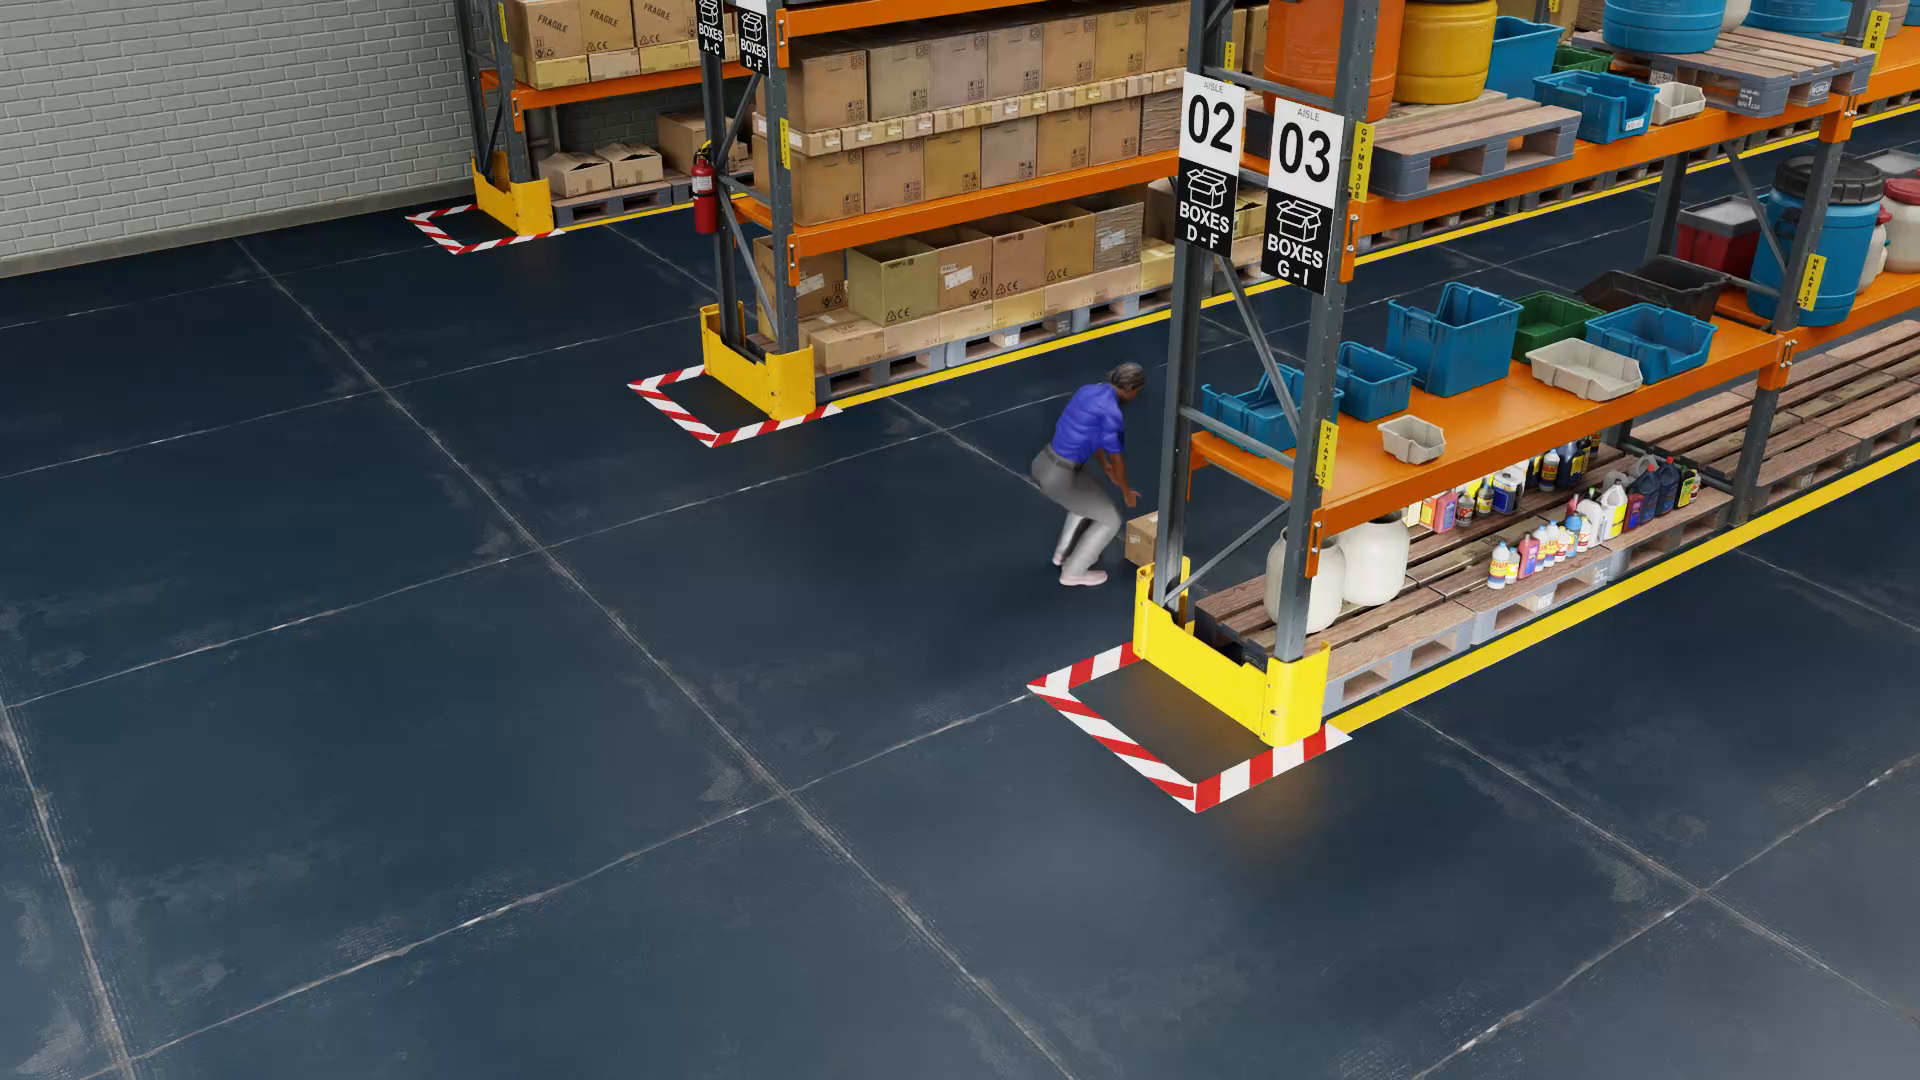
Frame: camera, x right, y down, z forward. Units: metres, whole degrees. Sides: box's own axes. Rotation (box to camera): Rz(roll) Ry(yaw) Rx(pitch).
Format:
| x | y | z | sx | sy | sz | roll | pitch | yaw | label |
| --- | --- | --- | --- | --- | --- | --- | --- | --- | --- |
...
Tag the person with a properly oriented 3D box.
| x | y | z | sx | sy | sz | roll | pitch | yaw | label |
| --- | --- | --- | --- | --- | --- | --- | --- | --- | --- |
| 0.742 | -0.402 | 9.737 | 0.669 | 1.306 | 0.496 | -8 | 30 | -14 | person |
